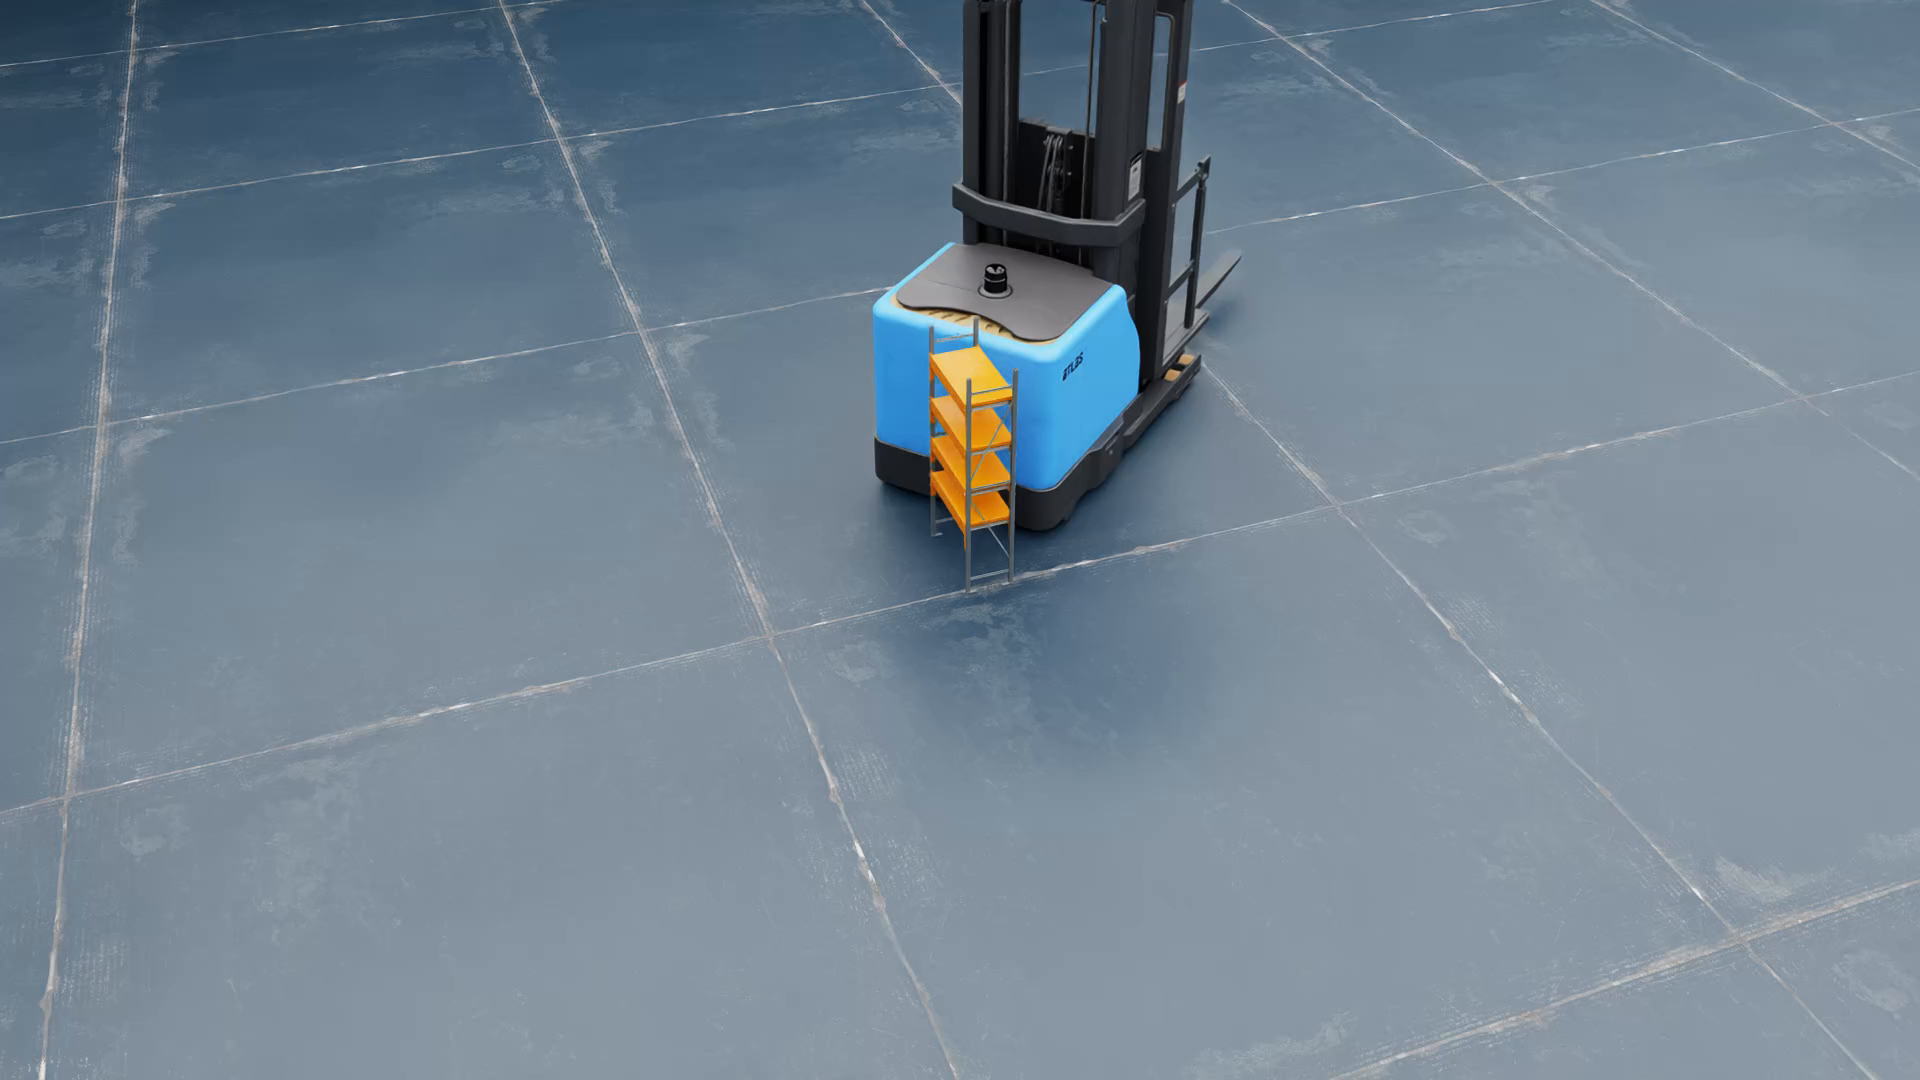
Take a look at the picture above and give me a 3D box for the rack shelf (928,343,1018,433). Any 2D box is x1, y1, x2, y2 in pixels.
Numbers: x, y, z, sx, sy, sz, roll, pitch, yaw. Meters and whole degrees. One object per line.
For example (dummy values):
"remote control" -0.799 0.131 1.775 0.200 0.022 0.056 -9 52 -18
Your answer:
"rack shelf" 0.056 -0.699 7.587 0.258 0.148 0.480 -13 39 -16

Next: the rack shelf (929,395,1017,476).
"rack shelf" 0.056 -0.510 7.729 0.258 0.148 0.480 -13 39 -16

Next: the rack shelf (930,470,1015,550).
"rack shelf" 0.055 -0.172 7.983 0.258 0.148 0.480 -13 39 -16

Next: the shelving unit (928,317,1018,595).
"shelving unit" 0.056 -0.385 7.823 0.258 1.200 0.503 -13 39 -16

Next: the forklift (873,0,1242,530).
"forklift" 0.719 -2.086 8.643 1.130 2.935 3.031 19 41 23

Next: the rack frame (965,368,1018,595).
"rack frame" 0.141 -0.247 7.641 0.240 1.200 0.015 -13 39 -16

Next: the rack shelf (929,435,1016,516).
"rack shelf" 0.056 -0.331 7.864 0.258 0.148 0.480 -13 39 -16

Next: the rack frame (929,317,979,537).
"rack frame" -0.029 -0.522 8.006 0.240 1.200 0.015 -13 39 -16
